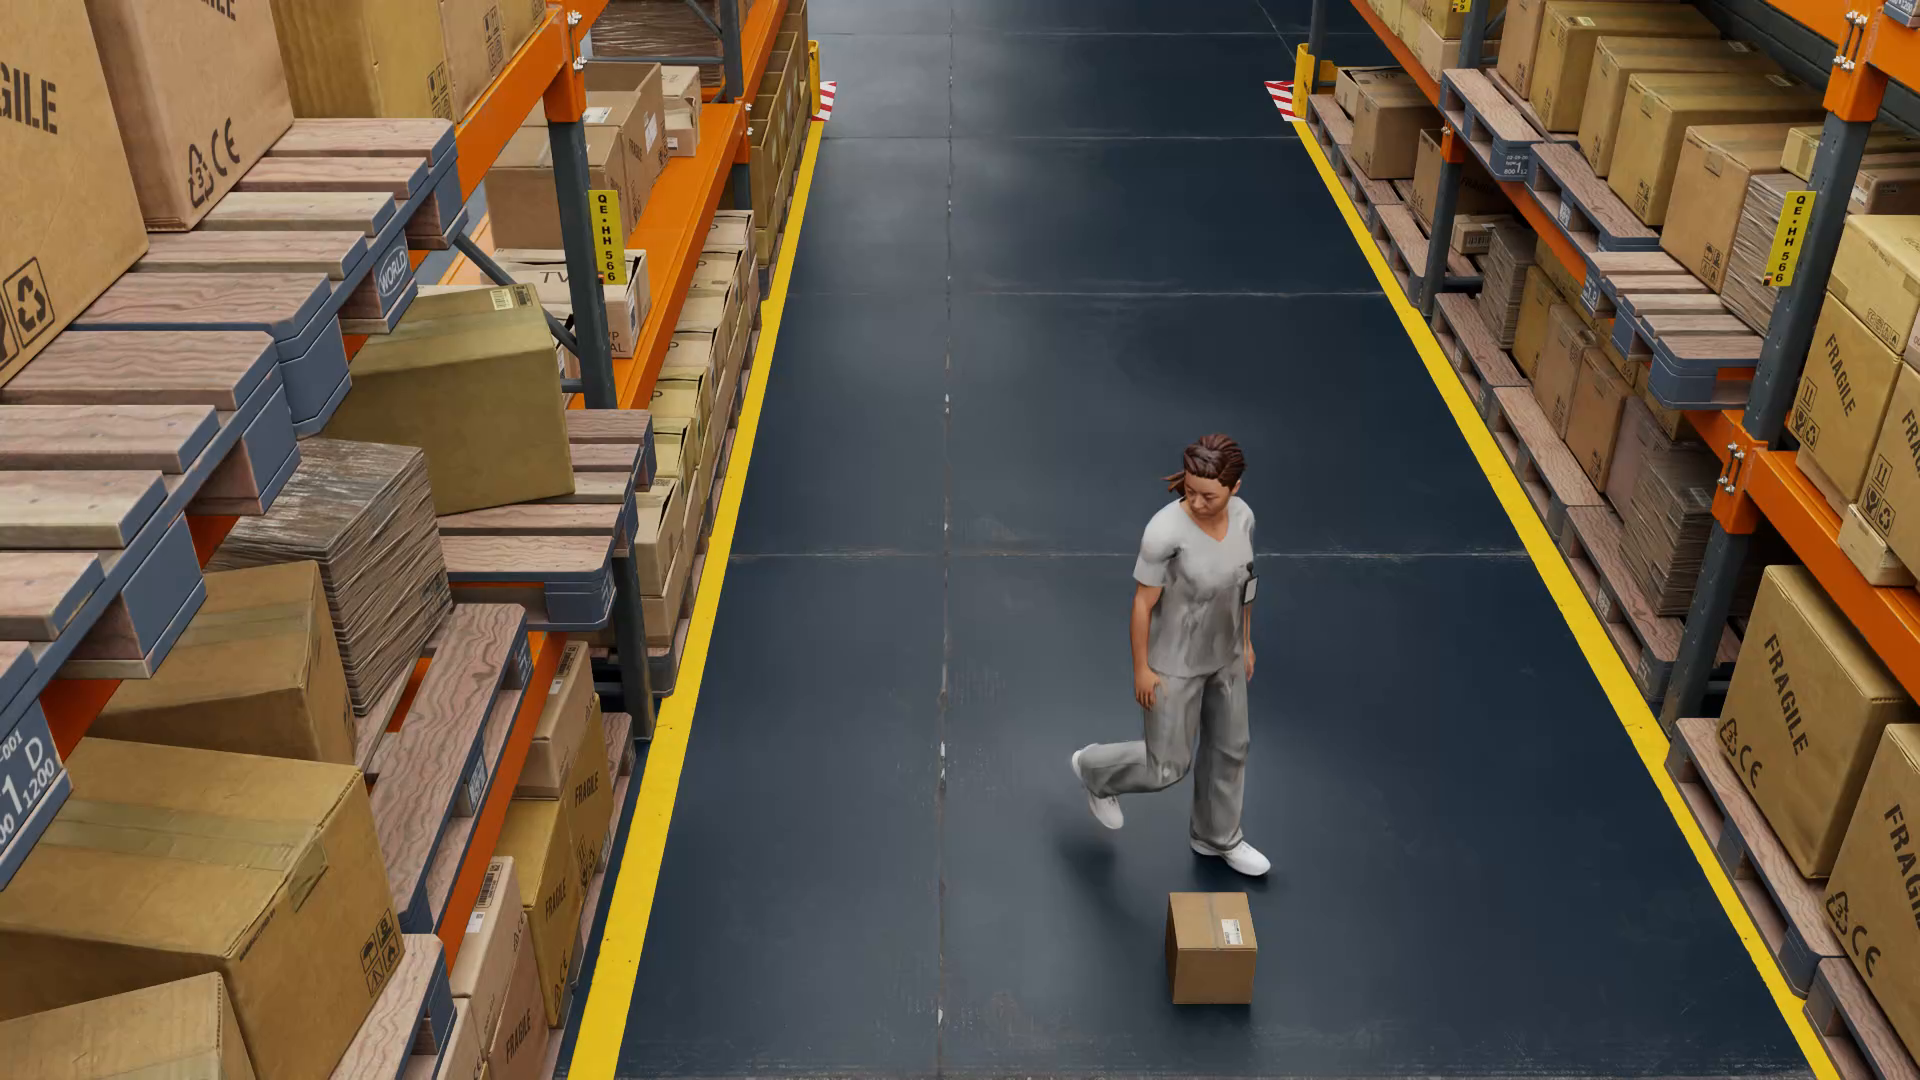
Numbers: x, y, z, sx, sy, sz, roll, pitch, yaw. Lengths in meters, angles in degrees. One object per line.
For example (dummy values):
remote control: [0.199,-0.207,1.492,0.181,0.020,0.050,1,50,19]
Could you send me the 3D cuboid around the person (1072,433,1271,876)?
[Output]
person: [0.749,0.371,5.510,0.480,1.667,0.675,-21,37,-30]
